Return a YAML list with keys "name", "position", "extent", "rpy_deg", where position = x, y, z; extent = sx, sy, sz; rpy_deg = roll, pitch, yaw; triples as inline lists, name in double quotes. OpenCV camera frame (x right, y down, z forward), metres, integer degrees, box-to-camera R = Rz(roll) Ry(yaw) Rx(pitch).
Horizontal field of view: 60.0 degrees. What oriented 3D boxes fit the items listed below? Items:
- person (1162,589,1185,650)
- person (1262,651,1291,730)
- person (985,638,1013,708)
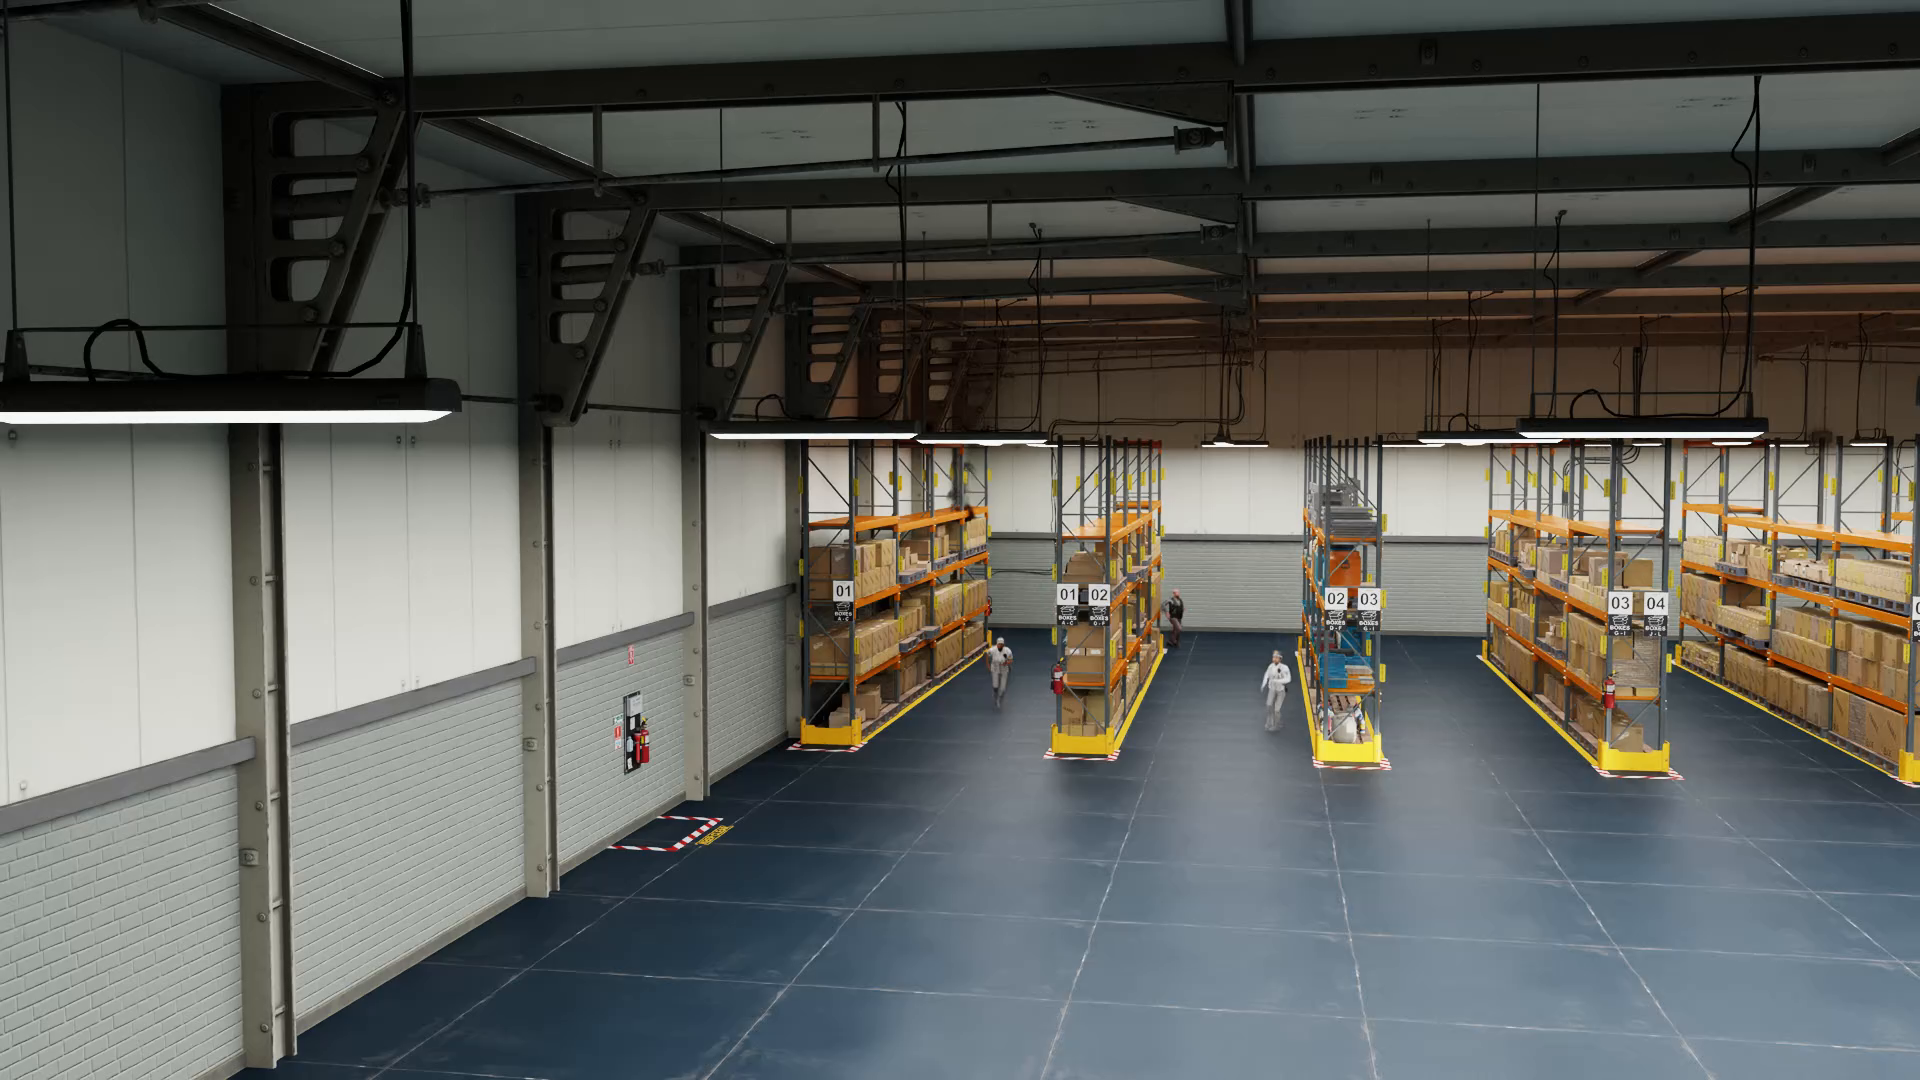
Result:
- name: "person"
  position: [6.194, 2.288, 47.884]
  extent: [0.646, 1.747, 0.766]
  rpy_deg: [-2, 4, -37]
- name: "person"
  position: [6.413, 3.062, 33.797]
  extent: [0.656, 1.652, 0.624]
  rpy_deg: [1, 3, 24]
- name: "person"
  position: [0.871, 2.950, 36.796]
  extent: [0.591, 1.592, 0.667]
  rpy_deg: [0, 3, -3]
